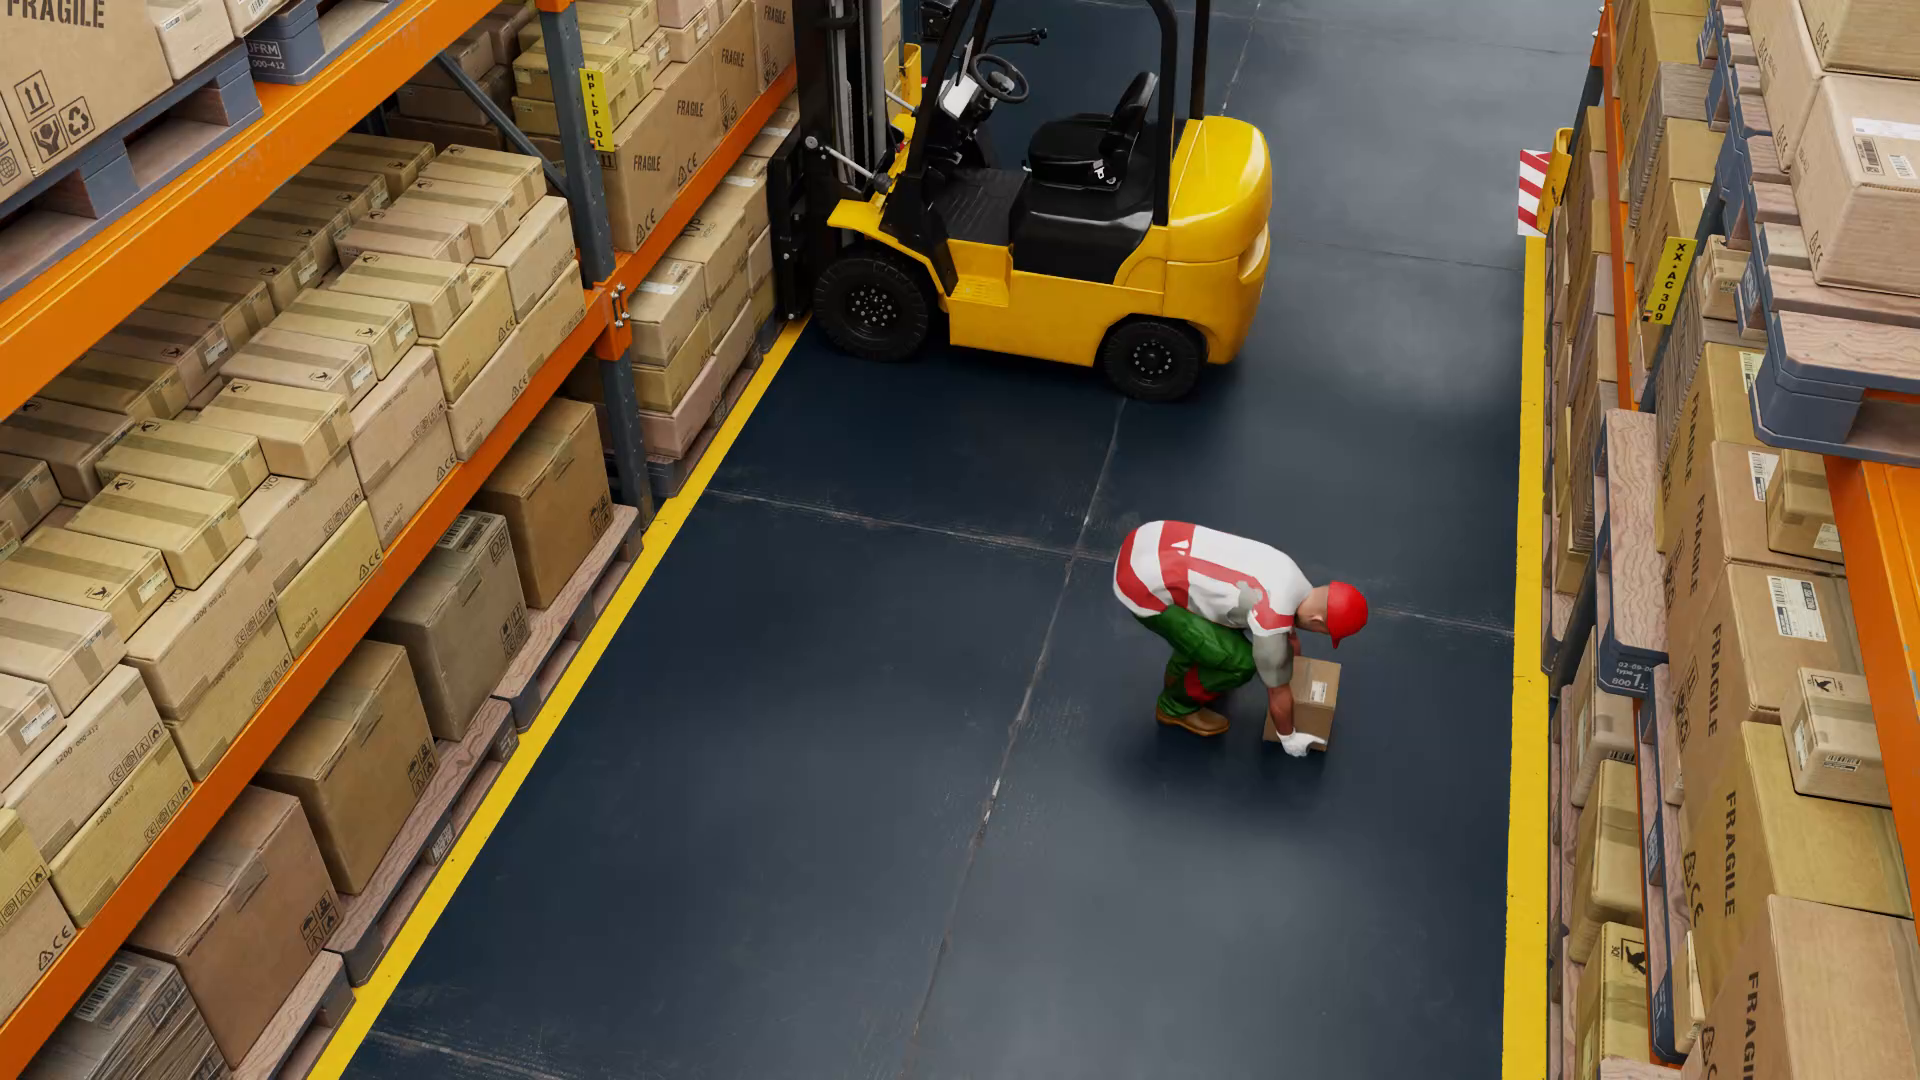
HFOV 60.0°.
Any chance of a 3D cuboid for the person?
[{"bbox_3d":[1.062,0.356,6.444,0.961,0.893,0.521,8,41,10],"label":"person"}]
